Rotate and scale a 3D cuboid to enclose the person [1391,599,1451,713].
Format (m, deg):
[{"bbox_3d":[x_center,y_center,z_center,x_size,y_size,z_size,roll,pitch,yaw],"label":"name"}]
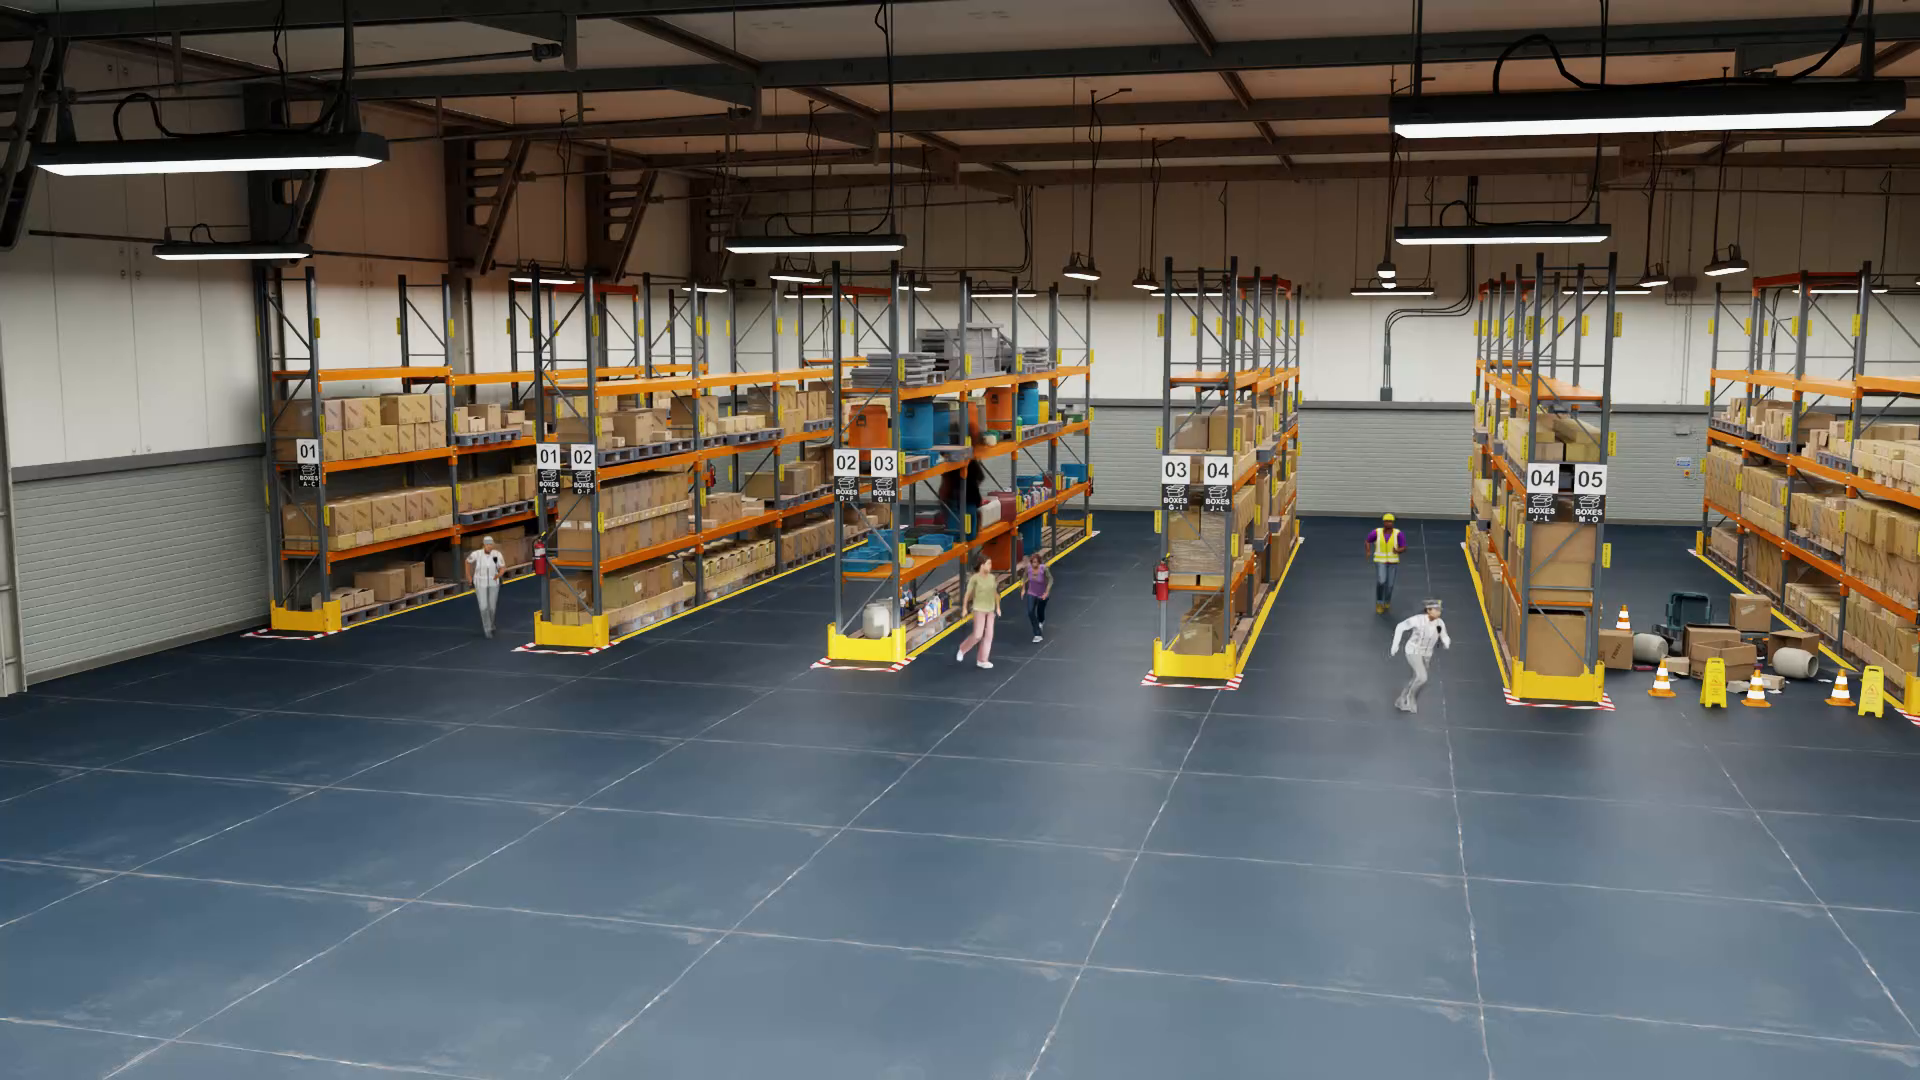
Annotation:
[{"bbox_3d":[5.989,1.497,21.560,0.618,1.544,0.914,-3,8,-22],"label":"person"}]

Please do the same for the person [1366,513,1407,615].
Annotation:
[{"bbox_3d":[7.506,0.424,29.270,0.666,1.790,0.728,1,7,5],"label":"person"}]

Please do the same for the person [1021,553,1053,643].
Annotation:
[{"bbox_3d":[1.279,0.885,26.844,0.520,1.456,0.977,2,7,14],"label":"person"}]

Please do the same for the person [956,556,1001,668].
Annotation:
[{"bbox_3d":[0.253,1.052,24.654,0.594,1.668,0.538,-5,9,-35],"label":"person"}]

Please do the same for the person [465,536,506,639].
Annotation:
[{"bbox_3d":[-7.747,0.789,27.202,0.625,1.736,0.791,-3,8,-22],"label":"person"}]
